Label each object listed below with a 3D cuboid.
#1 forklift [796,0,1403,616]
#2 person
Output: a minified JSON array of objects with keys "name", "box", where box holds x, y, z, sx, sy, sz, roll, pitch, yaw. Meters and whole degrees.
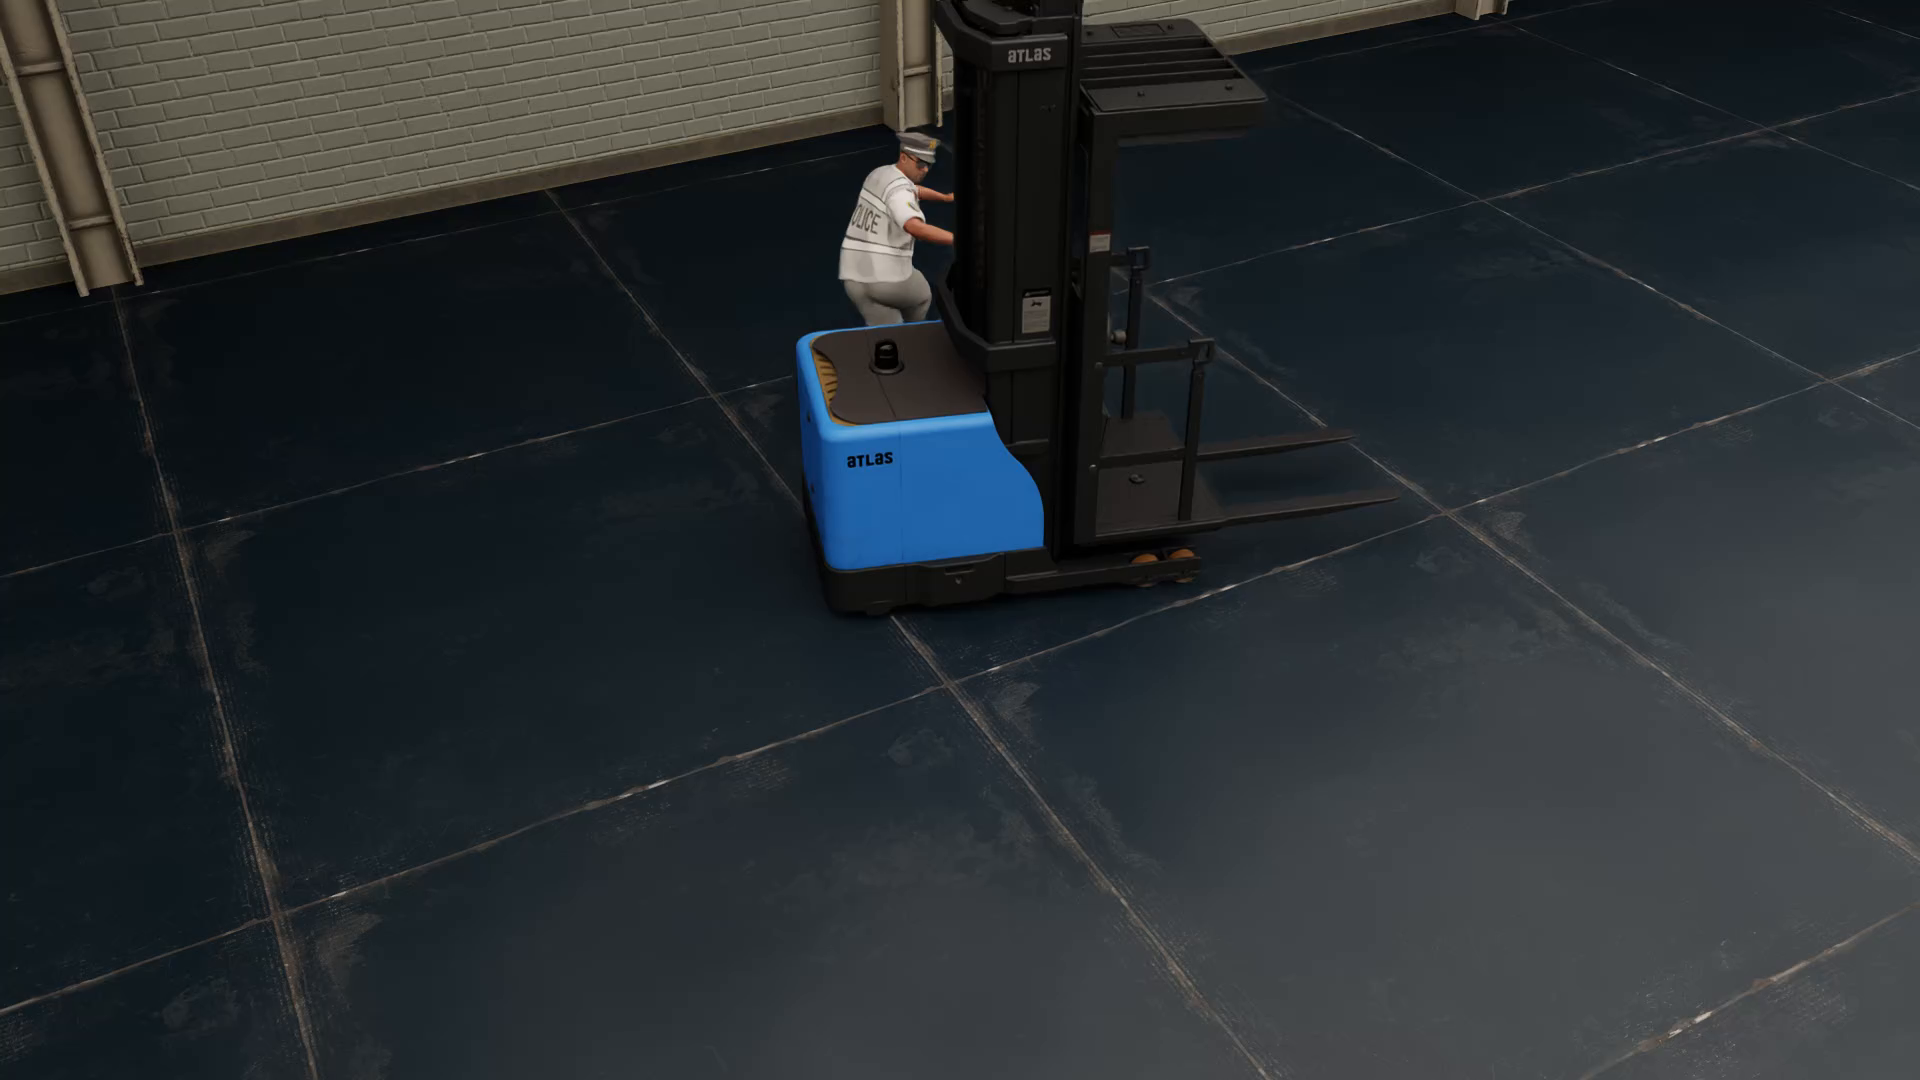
[{"name":"forklift","box":[0.743,-1.253,7.895,3.031,2.935,1.130,-7,36,-10]},{"name":"person","box":[-0.164,-1.582,9.619,0.950,1.556,1.099,24,42,30]}]
